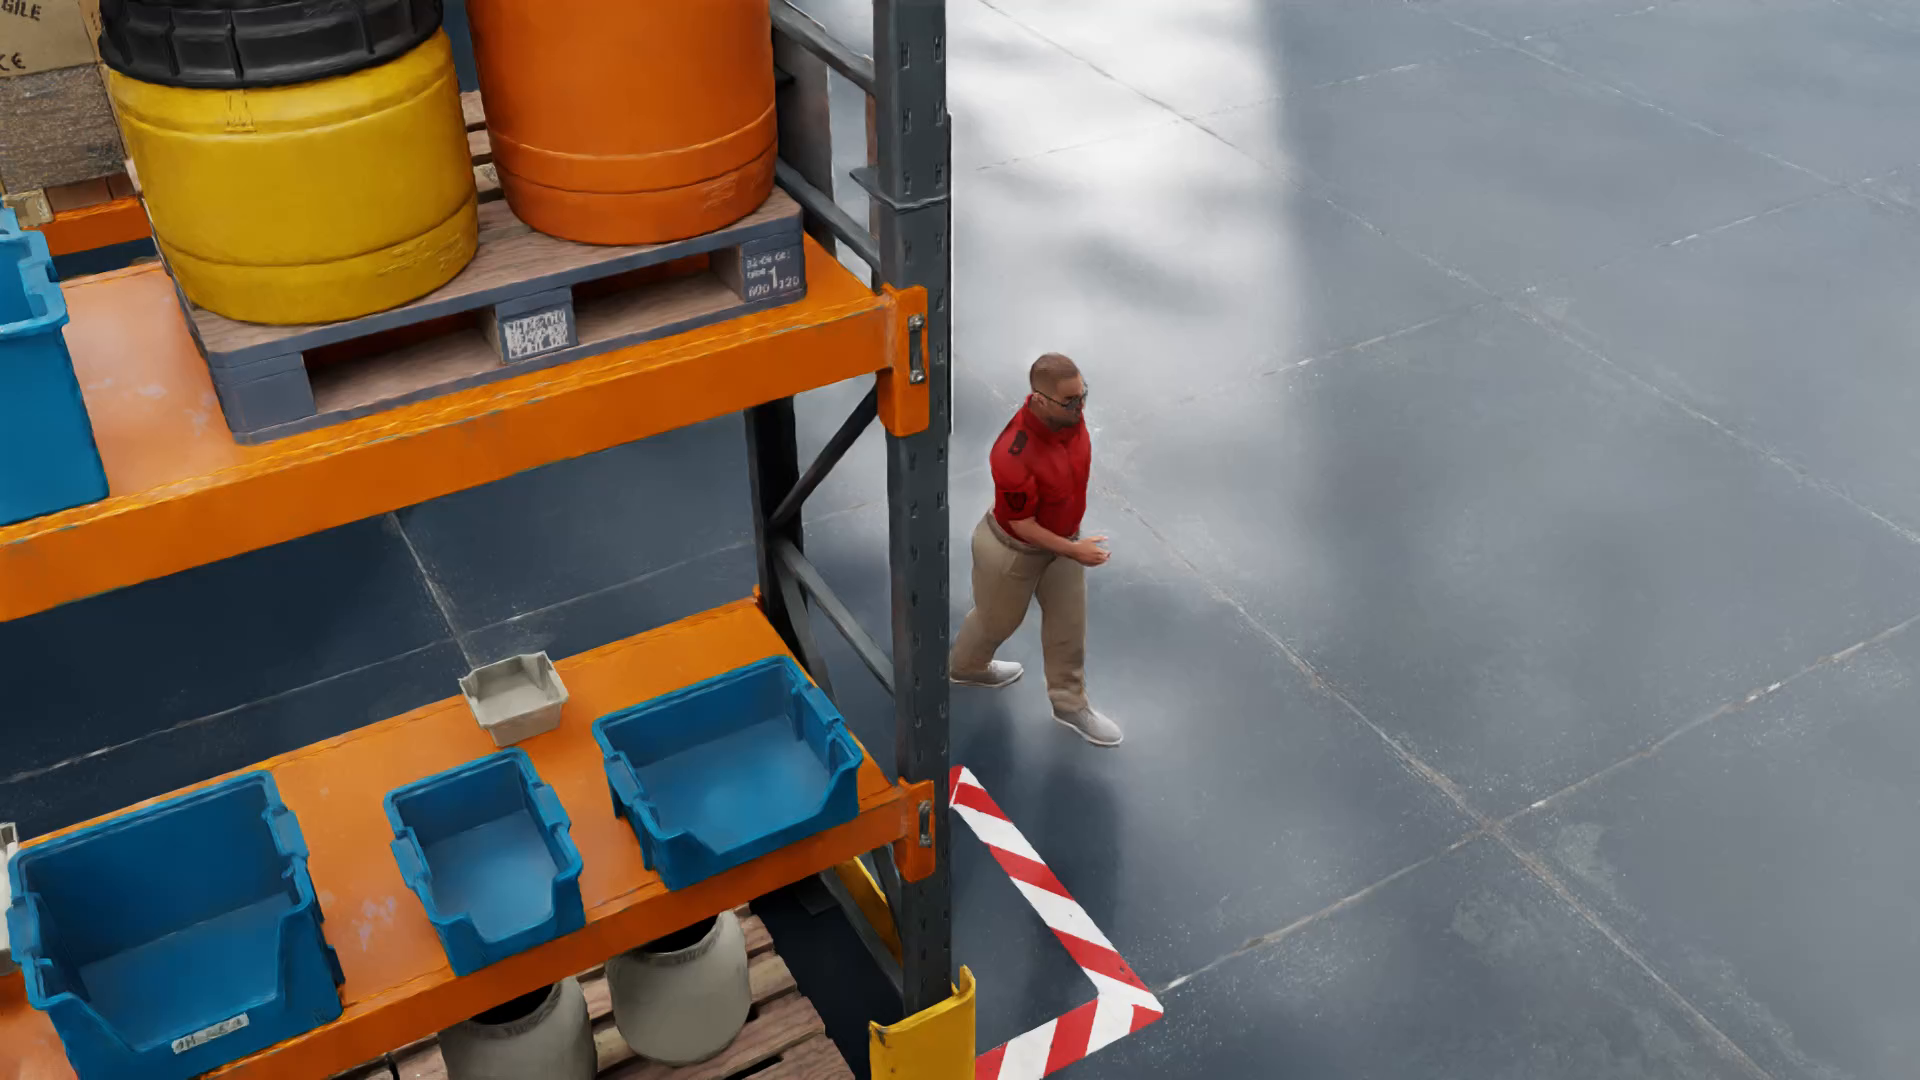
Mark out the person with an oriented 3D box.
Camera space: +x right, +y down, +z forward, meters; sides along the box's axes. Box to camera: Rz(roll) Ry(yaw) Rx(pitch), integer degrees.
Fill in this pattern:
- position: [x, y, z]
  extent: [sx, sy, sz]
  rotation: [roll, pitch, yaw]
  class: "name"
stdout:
- position: [0.291, 0.009, 6.146]
  extent: [0.797, 1.699, 0.582]
  rotation: [25, 43, 30]
  class: "person"
